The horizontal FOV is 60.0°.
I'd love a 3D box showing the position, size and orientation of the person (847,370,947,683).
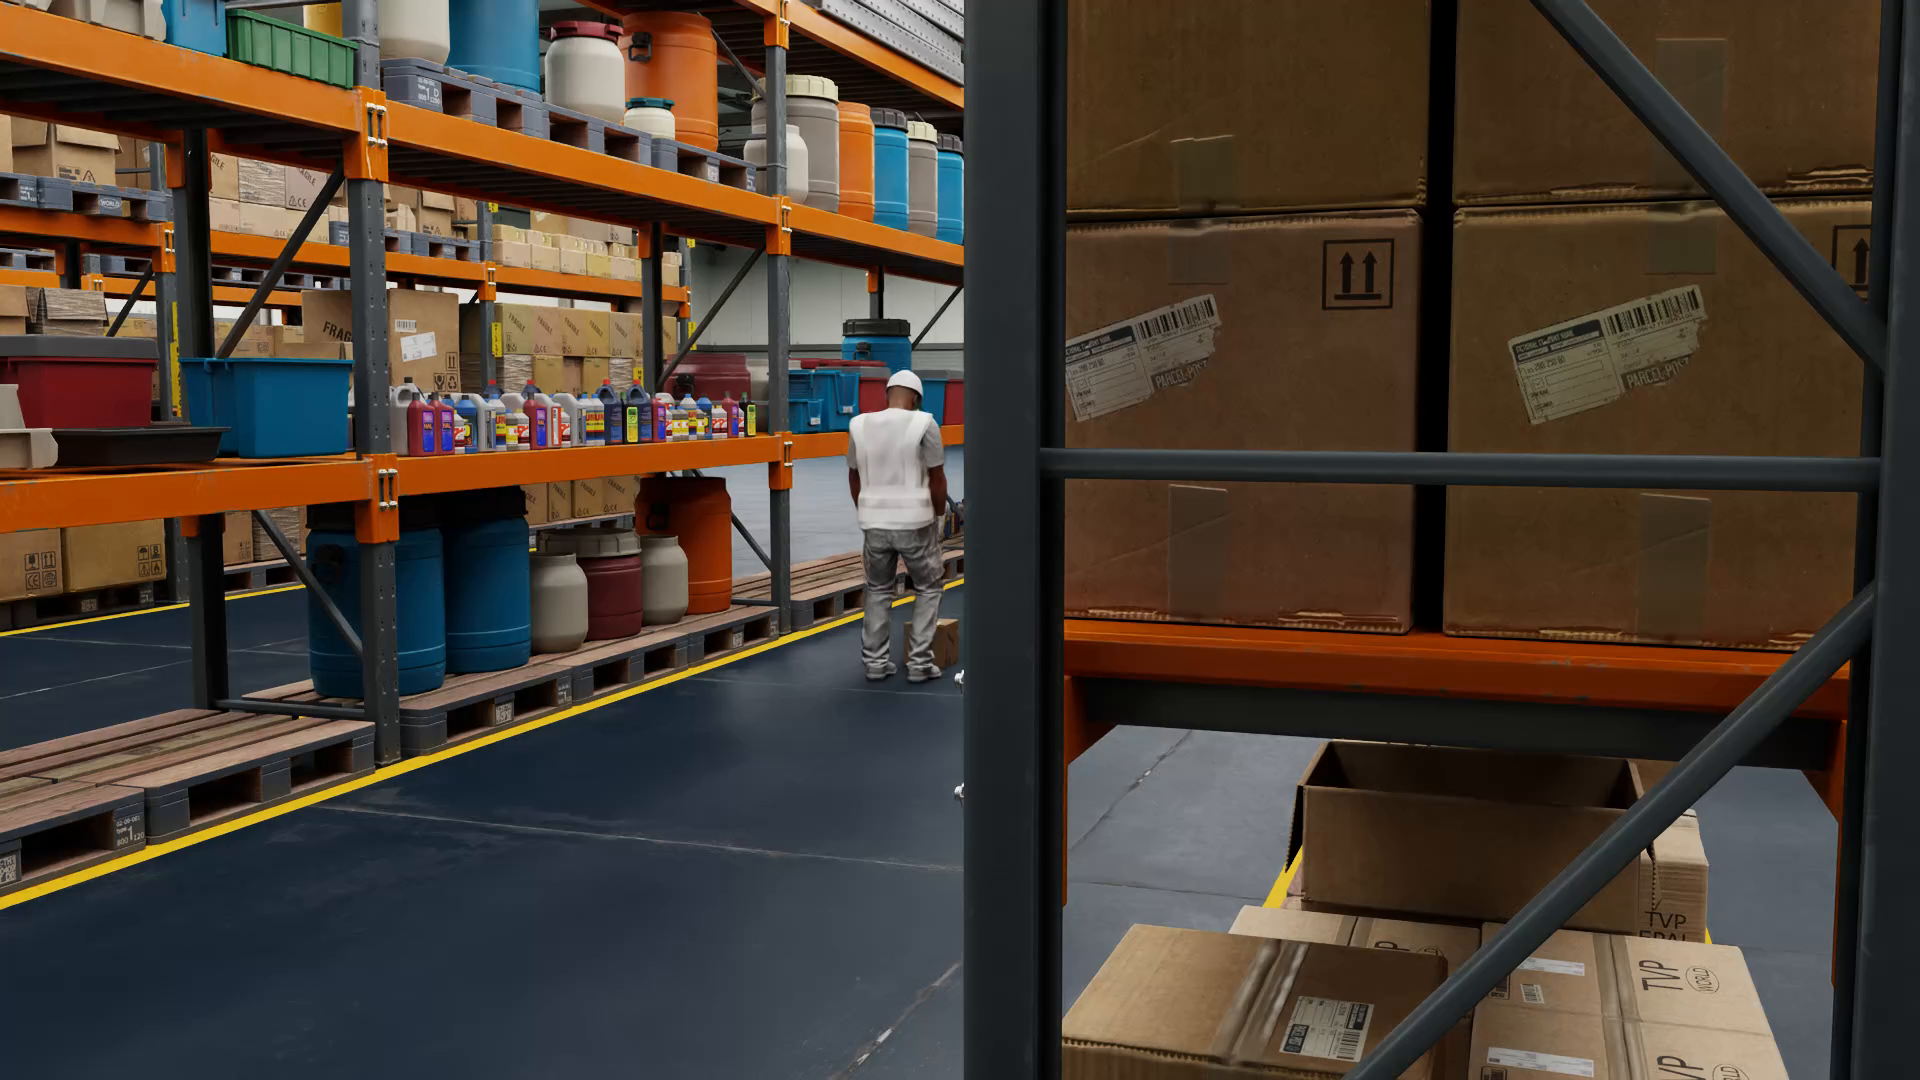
[{"bbox_3d":[-0.349,-0.085,9.202,0.580,1.709,0.497,2,6,22],"label":"person"}]
